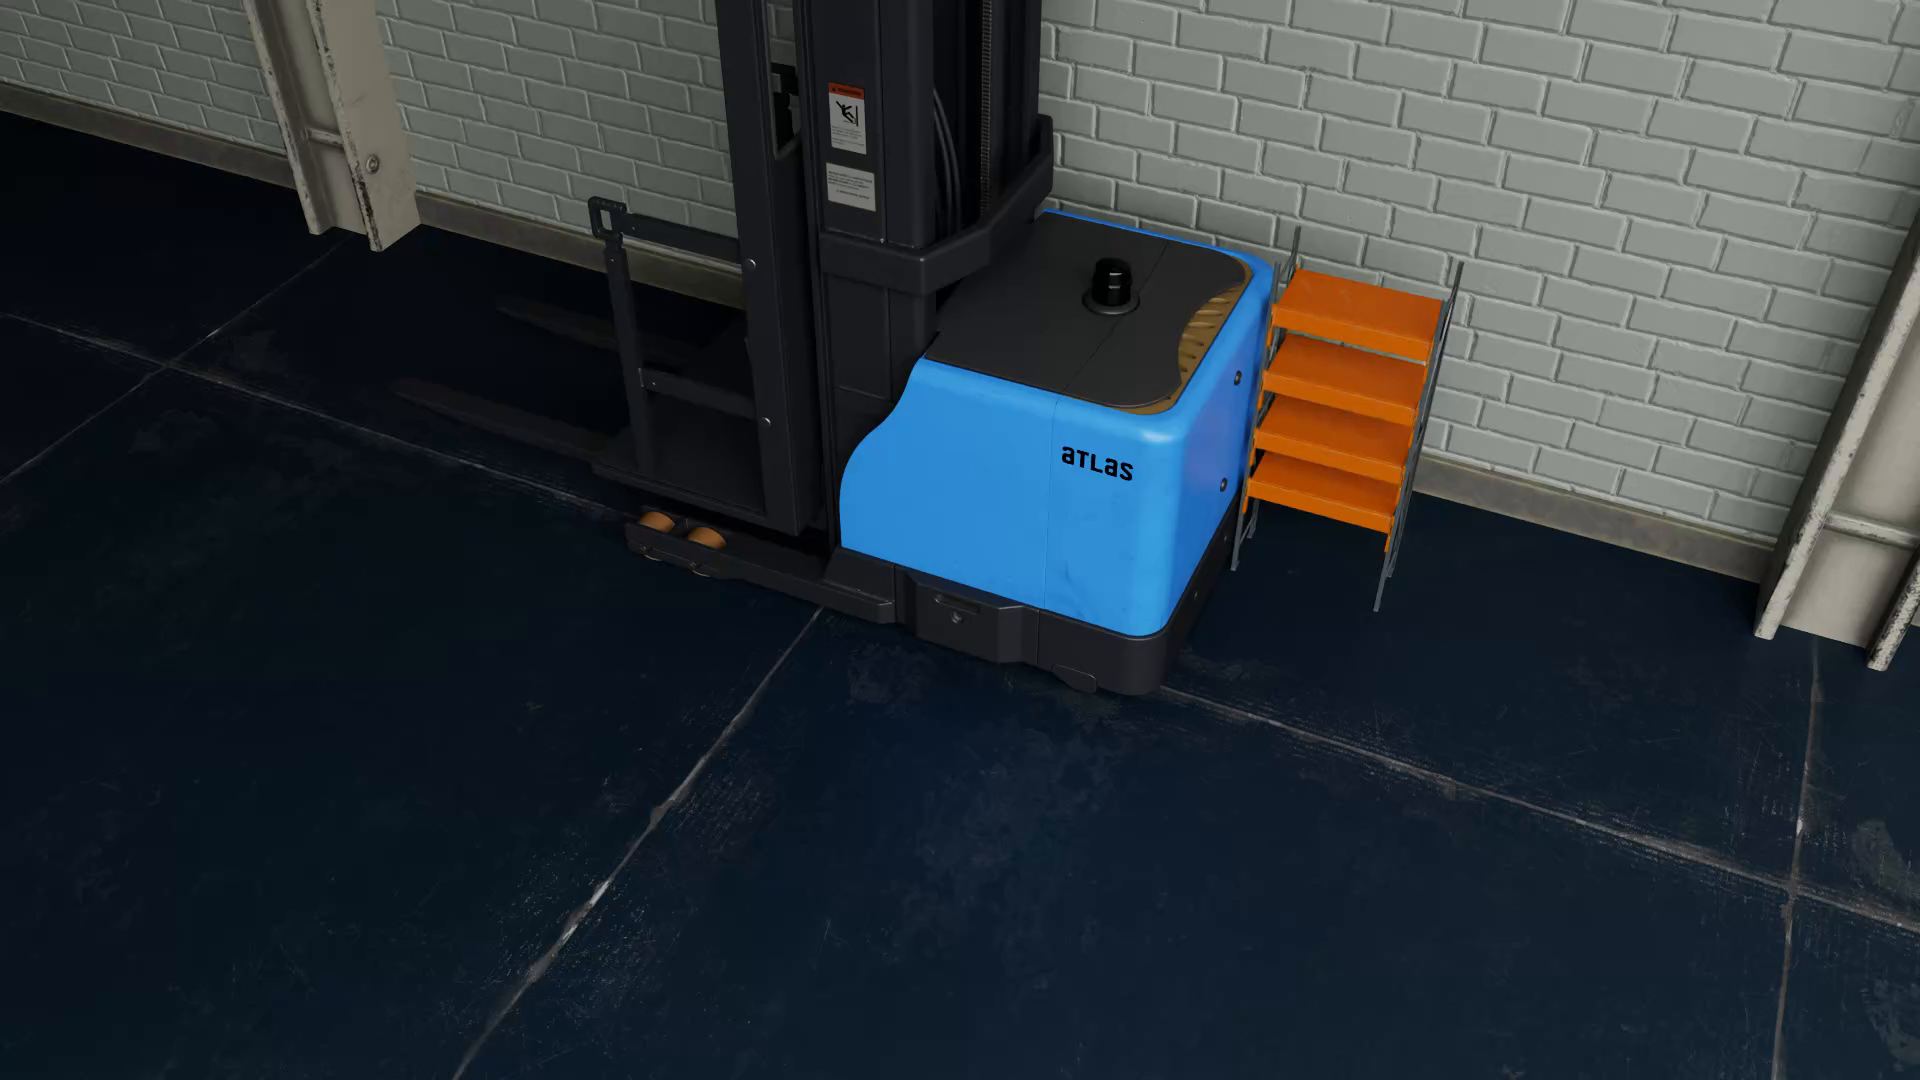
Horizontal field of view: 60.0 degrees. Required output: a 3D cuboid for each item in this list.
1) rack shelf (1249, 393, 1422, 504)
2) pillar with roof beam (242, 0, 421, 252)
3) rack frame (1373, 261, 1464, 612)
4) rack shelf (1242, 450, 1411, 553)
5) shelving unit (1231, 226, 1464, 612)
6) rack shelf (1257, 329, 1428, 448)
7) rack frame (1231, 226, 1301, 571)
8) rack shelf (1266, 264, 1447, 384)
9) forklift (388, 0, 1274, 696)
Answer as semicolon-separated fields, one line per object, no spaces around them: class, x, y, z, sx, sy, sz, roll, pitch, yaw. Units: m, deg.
rack shelf;1.195;-0.304;5.287;0.480;0.148;0.258;17;44;18
pillar with roof beam;-4.440;-2.235;1.458;0.400;9.000;9.100;17;44;19
rack frame;1.417;-0.289;5.167;0.015;1.200;0.240;17;44;18
rack shelf;1.195;-0.154;5.417;0.480;0.148;0.258;17;44;18
shelving unit;1.195;-0.355;5.243;0.503;1.200;0.258;17;44;18
rack shelf;1.195;-0.473;5.141;0.480;0.148;0.258;17;44;18
rack frame;0.972;-0.421;5.319;0.015;1.200;0.240;17;44;18
rack shelf;1.195;-0.652;4.986;0.480;0.148;0.258;17;44;18
forklift;-0.572;-1.280;4.989;3.031;2.935;1.130;17;44;18
